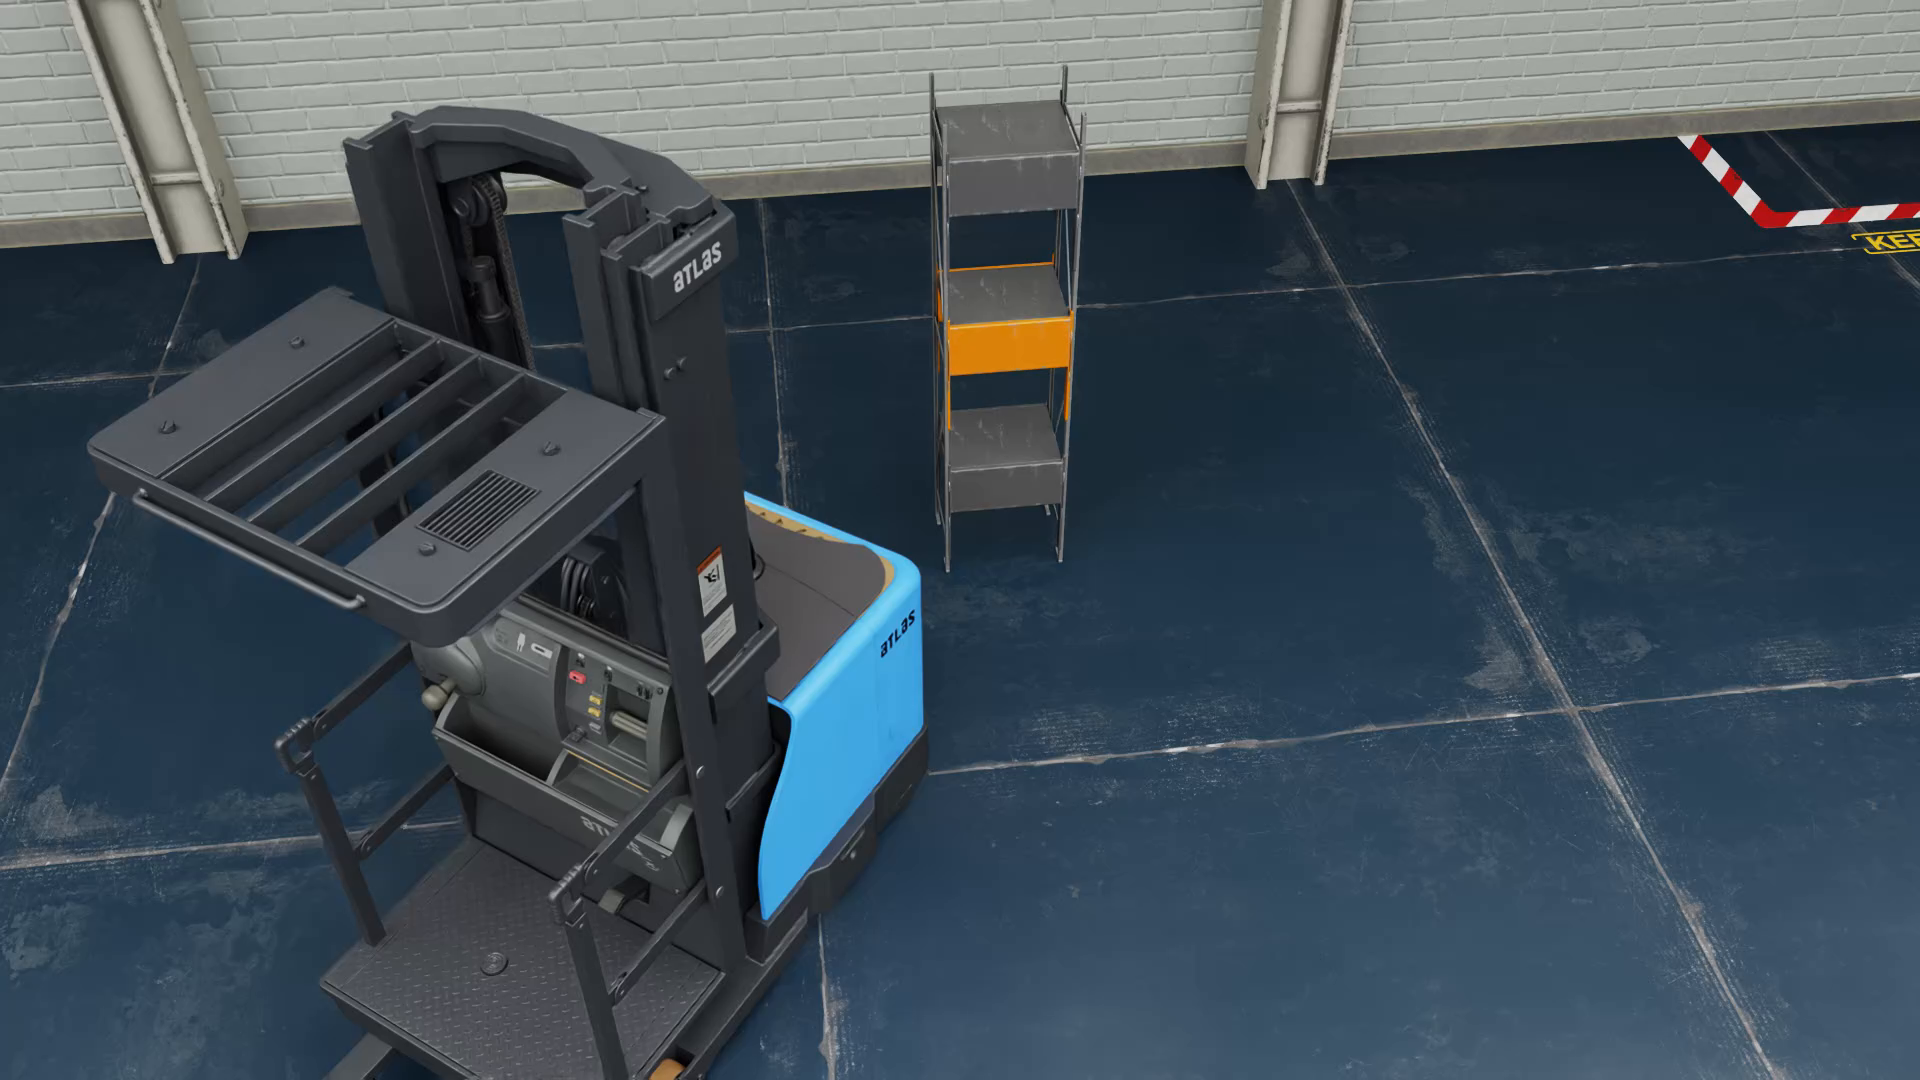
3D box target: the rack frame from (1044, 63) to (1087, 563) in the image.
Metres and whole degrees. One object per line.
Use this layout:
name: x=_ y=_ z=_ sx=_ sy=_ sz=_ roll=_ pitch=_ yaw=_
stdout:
rack frame: x=0.406 y=-0.815 z=6.586 sx=0.015 sy=2.100 sz=0.400 roll=-5 pitch=42 yaw=-6

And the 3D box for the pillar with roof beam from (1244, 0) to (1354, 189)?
pillar with roof beam: x=2.422 y=-2.599 z=3.413 sx=0.400 sy=9.000 sz=9.100 roll=-5 pitch=42 yaw=-6

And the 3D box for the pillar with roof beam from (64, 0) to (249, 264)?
pillar with roof beam: x=-3.527 y=-2.078 z=2.835 sx=0.400 sy=9.000 sz=9.100 roll=-5 pitch=42 yaw=-6

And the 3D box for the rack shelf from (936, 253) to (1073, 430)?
rack shelf: x=0.164 y=-0.784 z=6.572 sx=0.480 sy=0.518 sz=0.431 roll=-5 pitch=42 yaw=-6

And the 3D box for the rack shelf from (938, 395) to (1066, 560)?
rack shelf: x=0.164 y=-0.264 z=7.041 sx=0.480 sy=0.518 sz=0.431 roll=-5 pitch=42 yaw=-6

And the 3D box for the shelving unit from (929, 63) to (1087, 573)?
shelving unit: x=0.164 y=-0.794 z=6.563 sx=0.503 sy=2.100 sz=0.431 roll=-5 pitch=42 yaw=-6

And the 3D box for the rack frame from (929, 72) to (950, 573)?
rack frame: x=-0.078 y=-0.773 z=6.539 sx=0.015 sy=2.100 sz=0.400 roll=-5 pitch=42 yaw=-6

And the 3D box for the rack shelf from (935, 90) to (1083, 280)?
rack shelf: x=0.164 y=-1.304 z=6.103 sx=0.480 sy=0.518 sz=0.431 roll=-5 pitch=42 yaw=-6

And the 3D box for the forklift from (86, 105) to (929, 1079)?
forklift: x=-1.301 y=0.469 z=4.542 sx=1.130 sy=2.935 sz=3.031 roll=22 pitch=46 yaw=22
